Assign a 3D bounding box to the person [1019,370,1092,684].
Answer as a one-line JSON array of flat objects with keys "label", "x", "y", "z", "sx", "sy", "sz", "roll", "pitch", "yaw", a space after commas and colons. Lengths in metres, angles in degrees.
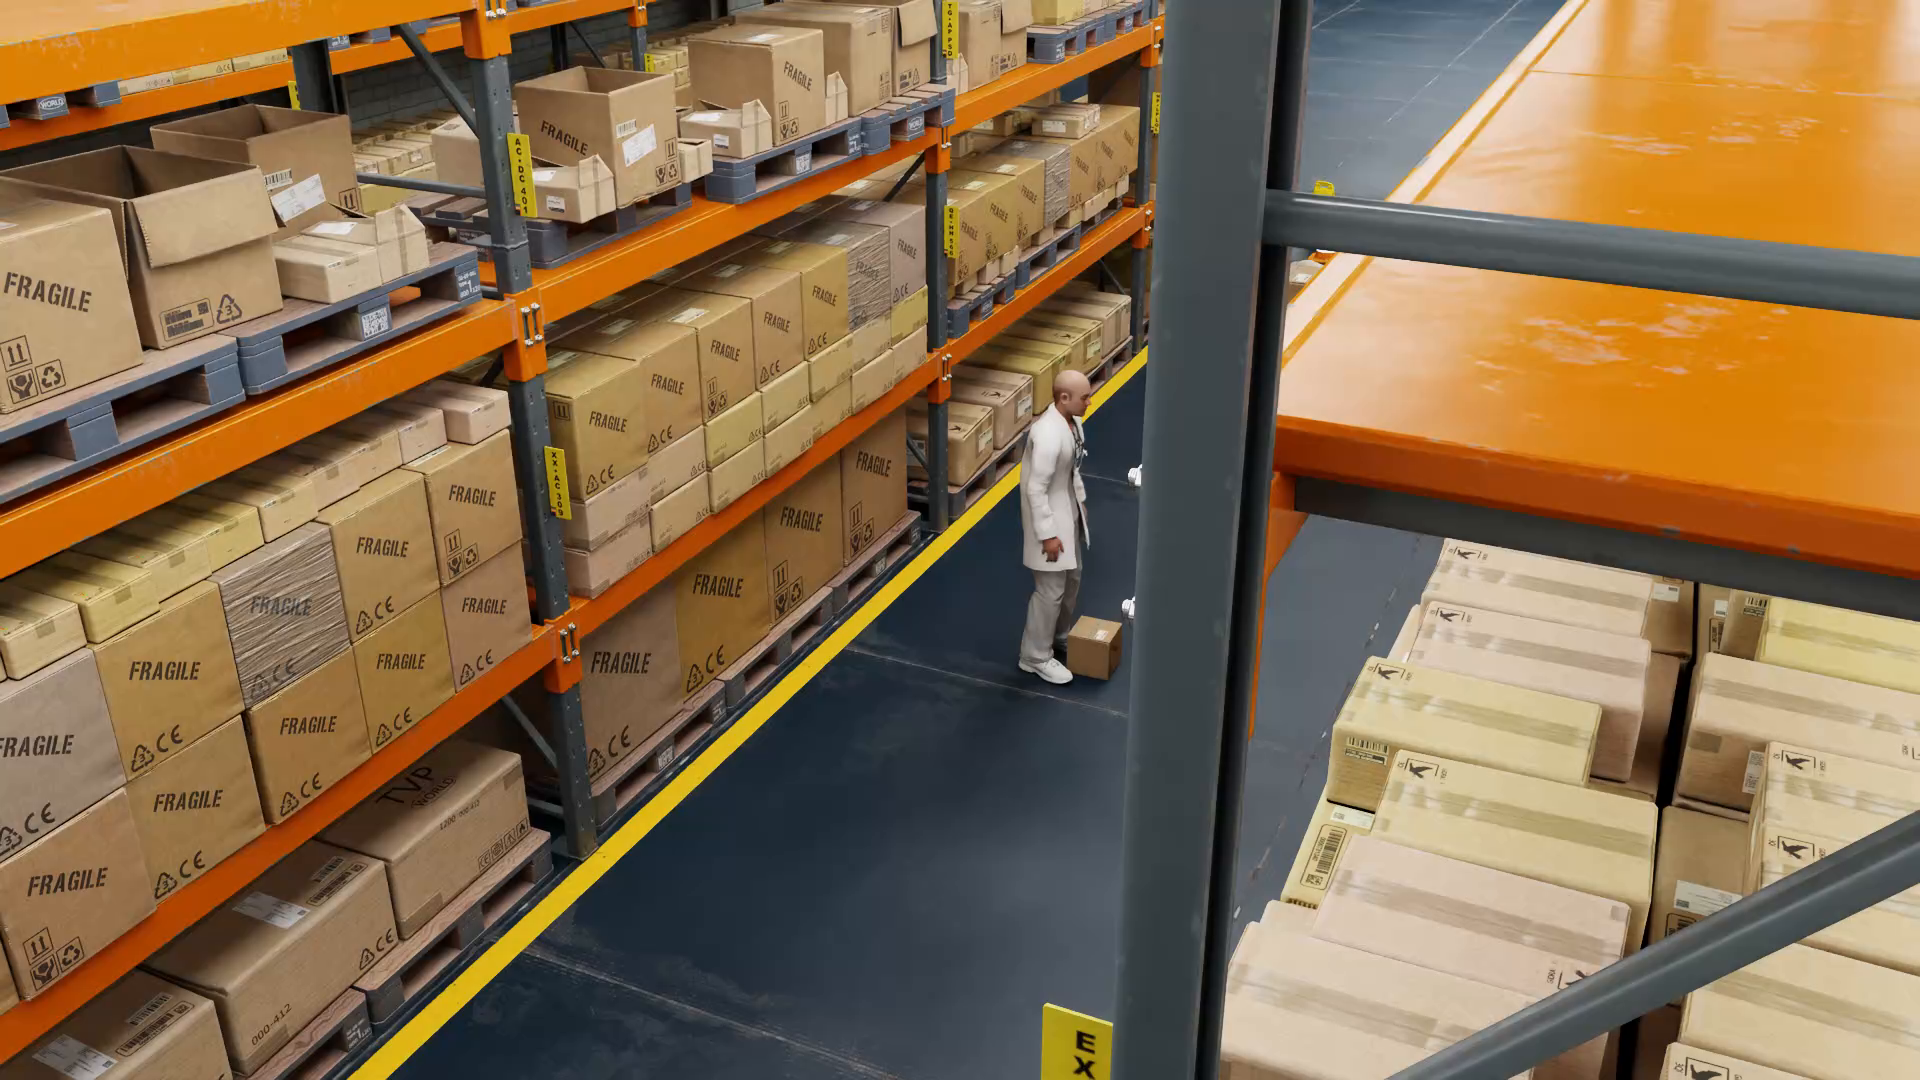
[{"label": "person", "x": 0.553, "y": -0.113, "z": 9.363, "sx": 0.419, "sy": 1.775, "sz": 0.655, "roll": 10, "pitch": 28, "yaw": 20}]
